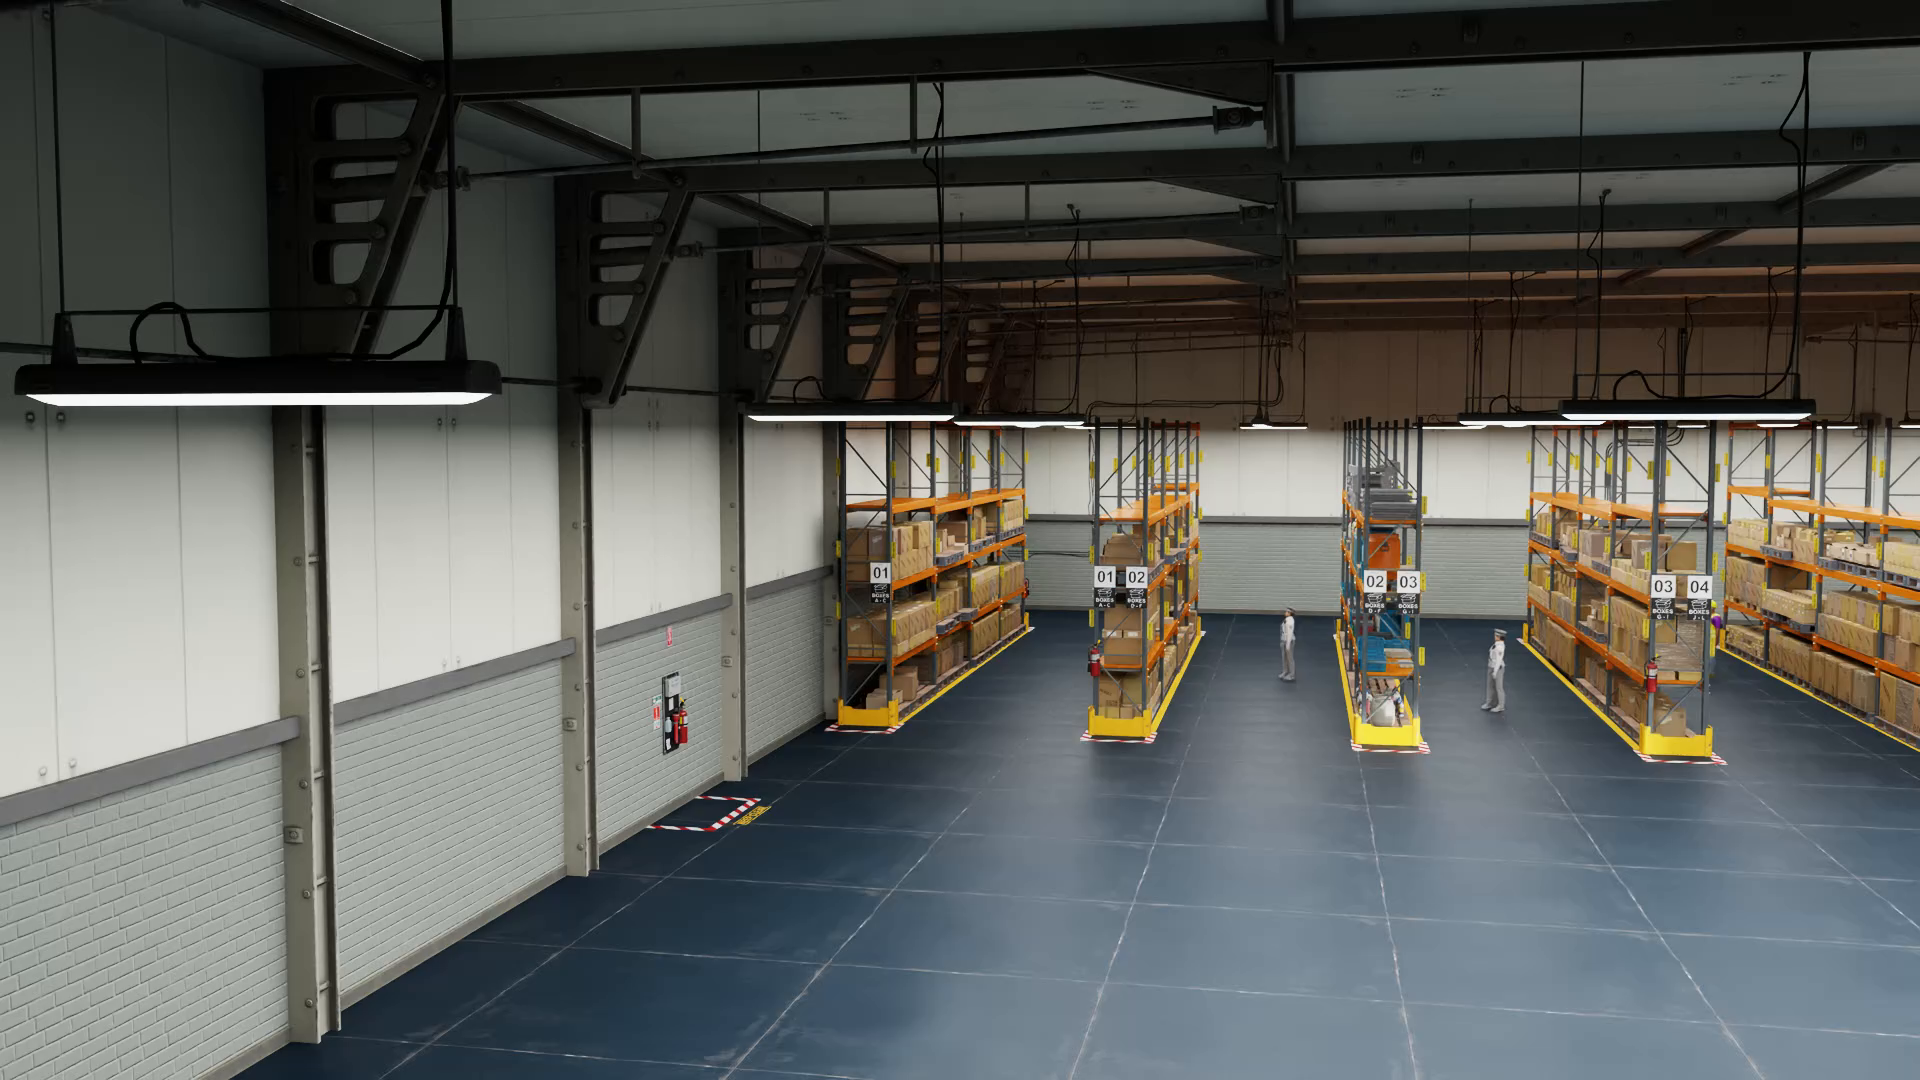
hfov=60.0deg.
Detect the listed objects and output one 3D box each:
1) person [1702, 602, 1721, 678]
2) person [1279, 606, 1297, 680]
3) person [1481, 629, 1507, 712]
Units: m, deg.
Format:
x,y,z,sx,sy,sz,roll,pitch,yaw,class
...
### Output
x,y,z,sx,sy,sz,roll,pitch,yaw,class
17.505,2.321,38.939,0.579,1.764,0.569,-2,4,-29,person
7.597,2.370,38.575,0.376,1.698,0.518,-1,4,-13,person
10.992,2.663,34.195,0.451,1.673,0.551,-1,4,-8,person
